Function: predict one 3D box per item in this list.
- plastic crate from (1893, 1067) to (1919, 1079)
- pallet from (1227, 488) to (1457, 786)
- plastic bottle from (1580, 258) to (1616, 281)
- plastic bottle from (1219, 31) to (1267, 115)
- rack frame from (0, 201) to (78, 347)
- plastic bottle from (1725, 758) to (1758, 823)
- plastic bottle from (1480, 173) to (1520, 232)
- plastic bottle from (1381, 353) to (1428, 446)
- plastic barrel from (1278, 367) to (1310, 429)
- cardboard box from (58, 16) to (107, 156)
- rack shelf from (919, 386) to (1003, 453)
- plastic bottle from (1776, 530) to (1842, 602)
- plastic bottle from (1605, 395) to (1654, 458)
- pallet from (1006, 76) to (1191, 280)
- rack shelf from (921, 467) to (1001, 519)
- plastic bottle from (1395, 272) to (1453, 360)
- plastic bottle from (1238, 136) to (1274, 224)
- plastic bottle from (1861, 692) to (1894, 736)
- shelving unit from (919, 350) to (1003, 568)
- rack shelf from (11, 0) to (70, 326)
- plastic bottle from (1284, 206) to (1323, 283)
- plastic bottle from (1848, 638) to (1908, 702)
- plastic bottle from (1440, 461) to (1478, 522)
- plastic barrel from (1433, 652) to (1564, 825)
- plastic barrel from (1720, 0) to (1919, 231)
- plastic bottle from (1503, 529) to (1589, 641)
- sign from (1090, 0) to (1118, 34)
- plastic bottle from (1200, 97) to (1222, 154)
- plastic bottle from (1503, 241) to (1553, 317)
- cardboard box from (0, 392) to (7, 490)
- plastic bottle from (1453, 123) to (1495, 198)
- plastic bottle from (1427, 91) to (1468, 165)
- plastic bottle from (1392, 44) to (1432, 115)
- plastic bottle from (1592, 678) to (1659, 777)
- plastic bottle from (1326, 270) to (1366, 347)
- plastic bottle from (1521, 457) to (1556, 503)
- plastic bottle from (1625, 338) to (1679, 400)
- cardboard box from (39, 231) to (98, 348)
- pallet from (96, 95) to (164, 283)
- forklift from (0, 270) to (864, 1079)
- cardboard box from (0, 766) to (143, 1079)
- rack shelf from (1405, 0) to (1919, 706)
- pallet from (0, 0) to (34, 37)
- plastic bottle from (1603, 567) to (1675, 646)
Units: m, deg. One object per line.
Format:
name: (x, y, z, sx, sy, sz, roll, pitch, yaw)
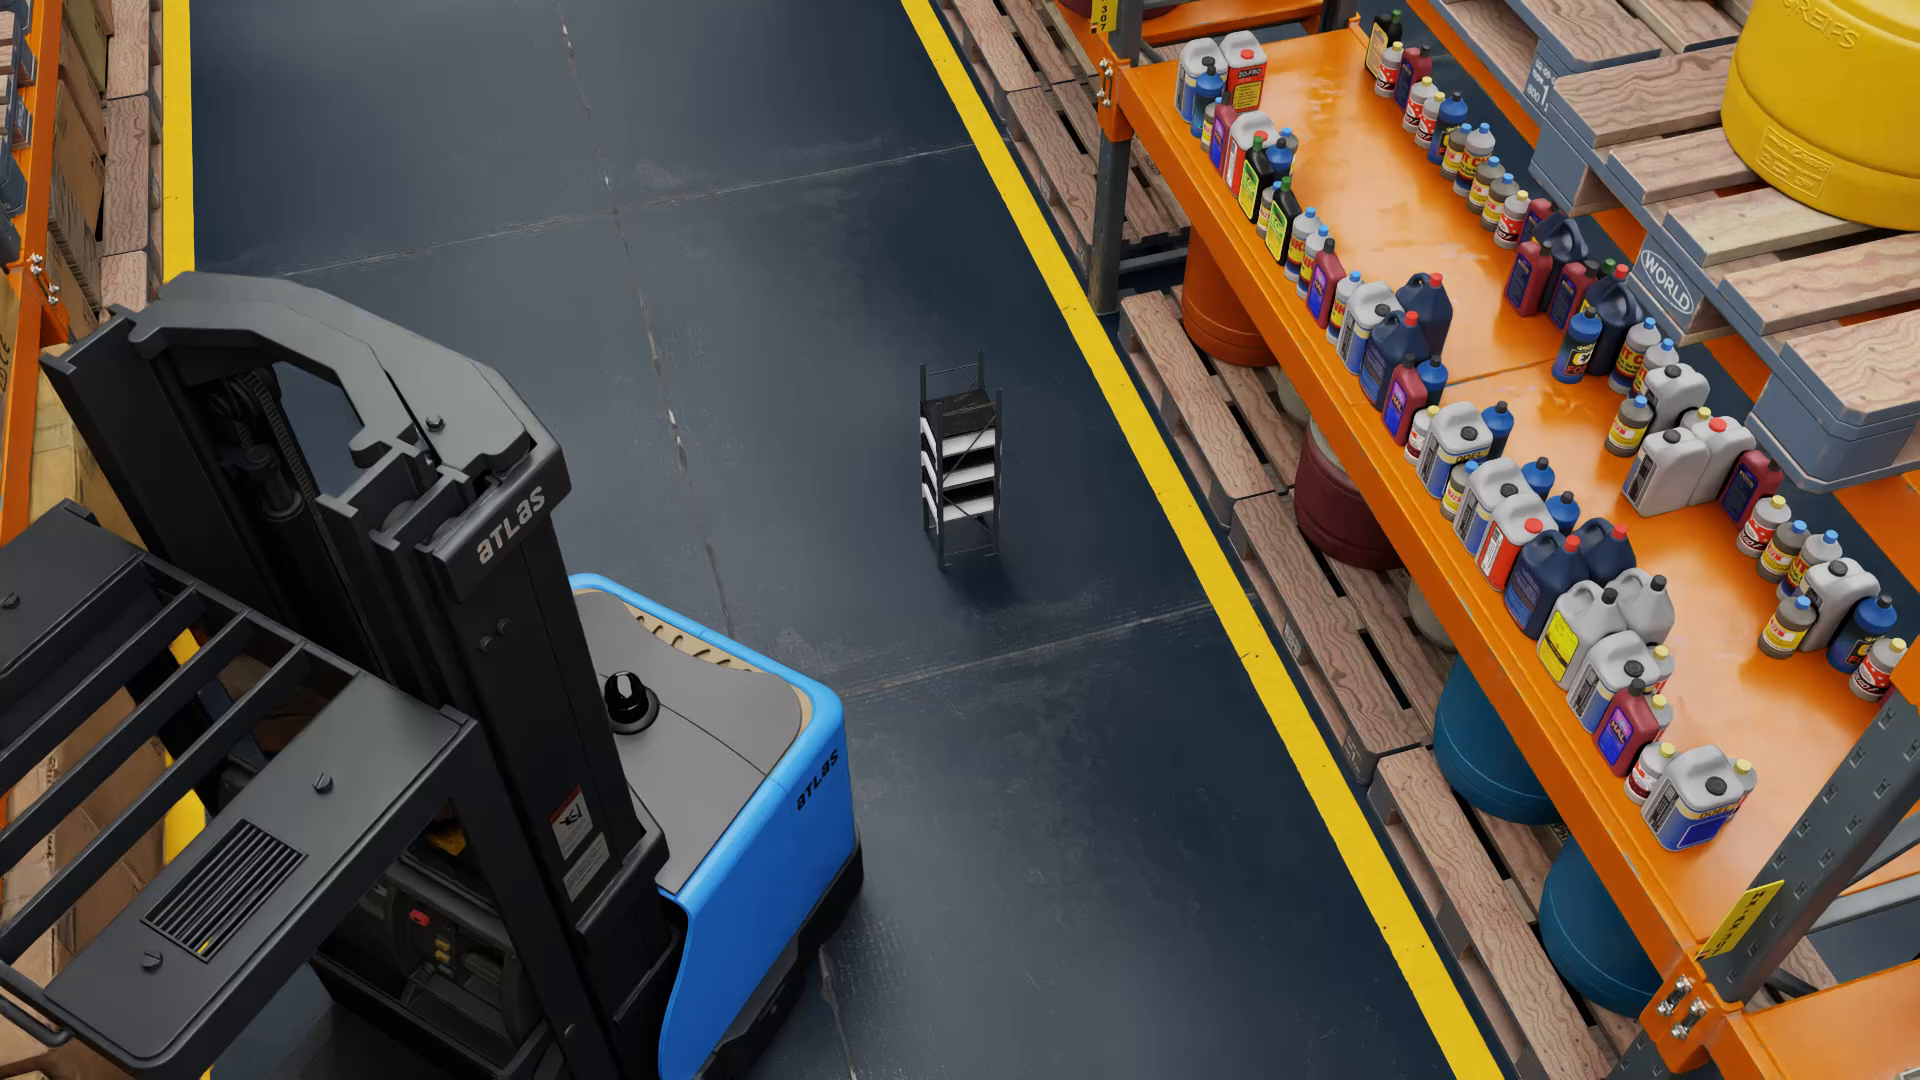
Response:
plastic crate: (2.250, 1.250, 3.657, 0.396, 0.136, 0.243, -13, 51, -11)
pallet: (1.696, 0.246, 6.195, 1.003, 0.211, 1.213, -13, 51, -11)
plastic bottle: (2.025, -0.805, 5.333, 0.061, 0.283, 0.133, -13, 51, -11)
plastic bottle: (1.030, -1.714, 6.104, 0.152, 0.276, 0.135, -13, 51, -11)
rack frame: (-3.666, -0.989, 5.412, 1.000, 3.000, 0.127, -13, 51, -11)
plastic bottle: (1.937, 0.620, 4.185, 0.097, 0.201, 0.097, 0, 50, 0)
plastic bottle: (1.850, -1.162, 5.688, 0.097, 0.201, 0.097, 0, 50, 0)
plastic bottle: (1.346, -0.426, 5.013, 0.061, 0.283, 0.133, -13, 51, -11)
plastic barrel: (1.479, -0.697, 6.518, 0.421, 0.512, 0.421, 0, 50, 0)
cardboard box: (-4.399, -2.032, 7.638, 0.700, 0.500, 0.500, -17, 52, -14)
rack shelf: (0.002, -0.437, 6.010, 0.258, 0.077, 0.200, -13, 51, -11)
plastic bottle: (2.359, 0.072, 4.602, 0.097, 0.271, 0.097, 0, 50, 0)
plastic bottle: (2.020, -0.352, 5.004, 0.097, 0.201, 0.097, 0, 50, 0)
pallet: (0.874, -1.785, 7.906, 1.003, 0.211, 1.213, -13, 51, -11)
rack shelf: (0.002, -0.205, 6.285, 0.258, 0.077, 0.200, -13, 51, -11)
plastic bottle: (1.444, -0.706, 5.205, 0.144, 0.351, 0.185, -13, 51, -11)
plastic bottle: (1.018, -1.236, 5.696, 0.061, 0.283, 0.133, -13, 51, -11)
plastic bottle: (2.442, 0.468, 4.215, 0.144, 0.351, 0.185, -13, 51, -11)
shelving unit: (0.002, -0.284, 6.191, 0.258, 0.900, 0.210, -13, 51, -11)
rack shelf: (-4.257, -2.218, 6.918, 1.077, 0.370, 4.000, -13, 51, -11)
plastic bottle: (1.137, -0.984, 5.491, 0.097, 0.271, 0.097, 0, 50, 0)
plastic bottle: (2.457, 0.335, 4.426, 0.097, 0.201, 0.097, 0, 50, 0)
plastic bottle: (1.466, -0.150, 4.834, 0.097, 0.201, 0.097, 0, 50, 0)
plastic barrel: (1.895, 0.435, 5.309, 0.600, 0.901, 0.708, -13, 51, -11)
plastic barrel: (1.785, -0.971, 3.037, 0.600, 0.588, 0.600, 0, 50, 0)
plastic bottle: (1.609, 0.096, 4.529, 0.144, 0.351, 0.185, -13, 51, -11)
sign: (0.542, -2.032, 6.184, 0.100, 0.325, 0.005, -13, 51, -11)
plastic bottle: (0.922, -1.494, 5.967, 0.097, 0.201, 0.097, 0, 50, 0)
plastic bottle: (1.848, -0.870, 5.388, 0.061, 0.283, 0.133, -13, 51, -11)
cardboard box: (-3.141, -0.352, 4.809, 0.500, 0.500, 0.500, -14, 51, -11)
plastic bottle: (1.793, -1.327, 5.781, 0.097, 0.271, 0.097, 0, 50, 0)
plastic bottle: (1.735, -1.469, 5.901, 0.097, 0.271, 0.097, 0, 50, 0)
plastic bottle: (1.661, -1.704, 6.091, 0.061, 0.283, 0.133, -13, 51, -11)
plastic bottle: (1.711, 0.477, 4.252, 0.061, 0.283, 0.133, -13, 51, -11)
plastic bottle: (1.234, -0.744, 5.289, 0.097, 0.271, 0.097, 0, 50, 0)
plastic bottle: (1.640, -0.136, 4.777, 0.097, 0.271, 0.097, 0, 50, 0)
plastic bottle: (2.125, -0.507, 5.089, 0.097, 0.271, 0.097, 0, 50, 0)
cardboard box: (-3.883, -0.810, 6.608, 0.700, 0.500, 0.500, -16, 52, -13)
pallet: (-4.253, -1.551, 7.709, 1.003, 0.211, 1.213, -13, 51, -11)
forklift: (-1.494, 0.985, 3.793, 1.130, 2.935, 3.031, 24, 54, 19)
cardboard box: (-2.956, 1.366, 4.541, 1.225, 0.875, 0.875, -15, 51, -12)
rack shelf: (1.657, -1.383, 4.253, 1.077, 0.370, 4.000, -13, 51, -11)
pallet: (-4.290, -2.364, 6.696, 1.003, 0.211, 1.213, -13, 51, -11)
plastic bottle: (1.802, 0.198, 4.443, 0.144, 0.351, 0.185, -13, 51, -11)
